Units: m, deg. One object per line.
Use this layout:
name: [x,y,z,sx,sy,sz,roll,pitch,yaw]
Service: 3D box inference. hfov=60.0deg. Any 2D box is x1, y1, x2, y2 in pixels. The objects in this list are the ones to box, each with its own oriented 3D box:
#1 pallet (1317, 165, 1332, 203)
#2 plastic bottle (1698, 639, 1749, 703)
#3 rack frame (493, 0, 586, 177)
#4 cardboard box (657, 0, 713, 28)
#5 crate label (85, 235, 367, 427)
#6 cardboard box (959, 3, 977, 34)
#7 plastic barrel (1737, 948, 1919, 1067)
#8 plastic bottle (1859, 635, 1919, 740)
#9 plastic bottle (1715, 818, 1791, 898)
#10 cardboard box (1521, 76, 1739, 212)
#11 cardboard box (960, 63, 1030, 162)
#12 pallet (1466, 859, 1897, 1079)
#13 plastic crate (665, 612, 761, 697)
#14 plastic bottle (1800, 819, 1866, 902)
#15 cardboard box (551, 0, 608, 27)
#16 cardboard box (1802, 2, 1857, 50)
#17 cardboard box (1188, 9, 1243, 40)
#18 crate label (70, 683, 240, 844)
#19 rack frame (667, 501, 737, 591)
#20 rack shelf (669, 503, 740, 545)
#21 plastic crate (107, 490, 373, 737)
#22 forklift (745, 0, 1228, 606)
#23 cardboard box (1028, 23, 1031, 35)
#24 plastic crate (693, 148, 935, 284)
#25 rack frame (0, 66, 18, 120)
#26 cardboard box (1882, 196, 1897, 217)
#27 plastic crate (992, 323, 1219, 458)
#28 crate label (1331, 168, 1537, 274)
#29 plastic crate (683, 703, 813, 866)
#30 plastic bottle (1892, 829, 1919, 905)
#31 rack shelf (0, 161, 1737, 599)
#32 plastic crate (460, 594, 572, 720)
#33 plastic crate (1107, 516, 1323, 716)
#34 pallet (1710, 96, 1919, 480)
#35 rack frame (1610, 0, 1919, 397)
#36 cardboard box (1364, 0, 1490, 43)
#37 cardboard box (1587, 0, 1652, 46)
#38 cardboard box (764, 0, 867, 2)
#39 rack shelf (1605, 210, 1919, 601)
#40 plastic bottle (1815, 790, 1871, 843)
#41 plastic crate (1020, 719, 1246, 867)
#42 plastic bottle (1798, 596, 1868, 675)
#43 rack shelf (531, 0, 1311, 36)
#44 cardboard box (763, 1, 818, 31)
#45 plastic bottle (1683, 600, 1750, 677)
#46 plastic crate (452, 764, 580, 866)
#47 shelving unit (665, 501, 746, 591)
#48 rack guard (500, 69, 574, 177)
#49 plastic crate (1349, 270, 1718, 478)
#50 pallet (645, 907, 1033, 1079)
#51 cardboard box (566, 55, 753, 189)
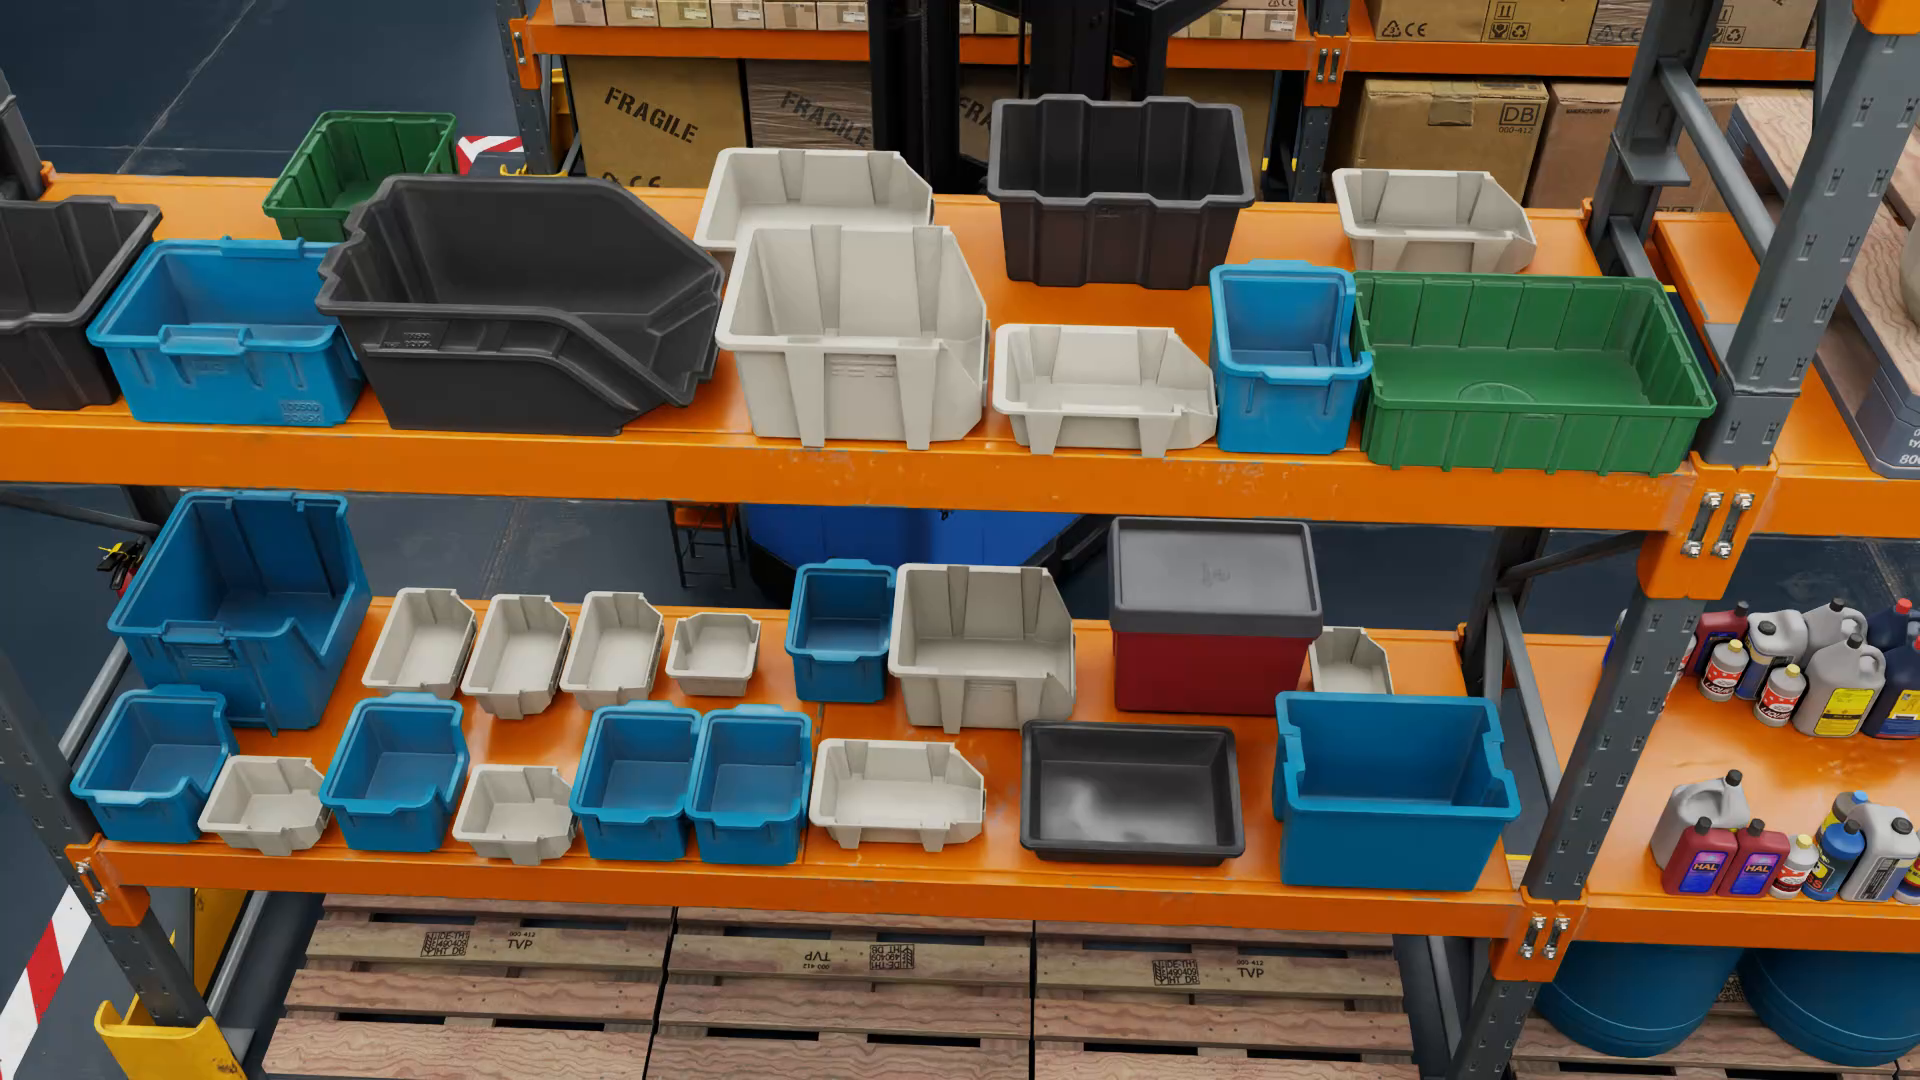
pallet: [2.588,-1.902,9.222,1.213,0.211,1.003,2,43,2]
plastic bottle: [2.246,0.373,4.880,0.097,0.201,0.097,0,43,0]
rack frame: [-2.182,-3.017,8.374,0.127,3.000,1.000,2,43,2]
cardboard box: [-1.330,-2.675,8.191,0.250,0.149,0.380,1,43,1]
crate label: [-1.498,-0.439,3.515,0.502,0.251,0.408,2,43,2]
cardboard box: [-0.044,-2.637,8.149,0.250,0.149,0.380,2,43,3]
plastic barrel: [2.841,1.142,5.140,0.708,0.901,0.600,2,43,2]
plastic bottle: [2.702,0.406,4.736,0.185,0.351,0.144,2,43,2]
plastic bottle: [2.071,0.827,4.333,0.133,0.283,0.061,2,43,2]
cardboard box: [3.347,-2.238,8.788,0.875,0.875,1.225,0,43,0]
cardboard box: [0.259,-2.373,8.933,0.875,0.875,0.875,2,43,2]
pallet: [2.359,1.551,5.516,1.213,0.211,1.003,2,43,2]
plastic crate: [-0.718,0.339,4.920,0.250,0.136,0.298,2,43,2]
plastic bottle: [2.284,0.825,4.343,0.097,0.271,0.097,0,43,0]
cardboard box: [-1.843,-2.690,8.206,0.250,0.149,0.380,2,43,2]
cardboard box: [4.289,-2.688,7.946,0.500,0.500,0.500,0,43,1]
cardboard box: [1.237,-2.596,8.106,0.250,0.149,0.380,3,43,3]
crate label: [-2.174,0.627,4.541,0.303,0.233,0.416,2,43,2]
rack frame: [-1.079,-0.233,6.703,0.240,1.200,0.006,4,43,5]
rack shelf: [-1.066,-0.087,6.963,0.258,0.103,0.180,4,43,5]
plastic crate: [-2.062,0.204,4.846,0.499,0.435,0.616,2,43,2]
forklift: [0.438,-1.436,6.726,1.130,2.935,3.031,30,51,28]
cardboard box: [0.466,-2.620,8.132,0.250,0.149,0.380,3,43,3]
plastic crate: [-0.330,-0.751,3.934,0.530,0.136,0.437,2,43,2]
rack frame: [-2.405,-1.840,2.708,0.127,3.000,1.000,2,43,2]
cardboard box: [5.121,-2.183,8.729,0.875,0.875,1.225,0,43,0]
plastic crate: [0.303,-0.303,3.453,0.466,0.136,0.293,2,43,2]
crate label: [1.115,-0.735,3.916,0.466,0.136,0.293,2,43,2]
plastic crate: [-0.558,0.676,4.488,0.300,0.233,0.416,2,43,2]
plastic bottle: [2.516,0.832,4.336,0.097,0.271,0.097,0,43,0]
rack shelf: [-0.407,-0.417,3.910,4.000,0.370,1.077,2,43,2]
plastic crate: [-1.294,0.350,4.908,0.243,0.136,0.396,2,43,2]
plastic crate: [0.710,0.235,4.792,0.583,0.464,0.402,2,43,2]
pallet: [2.378,-0.593,3.709,1.003,0.211,1.213,2,43,2]
rack frame: [1.591,-1.717,2.576,0.127,3.000,1.000,2,43,2]
cardboard box: [2.262,-2.747,8.010,0.500,0.500,0.500,2,43,2]
cardboard box: [3.264,-2.716,7.977,0.500,0.500,0.500,1,43,1]
cardboard box: [-0.694,-2.843,8.079,0.500,0.250,0.500,0,43,0]
rack shelf: [3.589,-0.295,3.778,4.000,0.370,1.077,2,43,2]
plastic bottle: [2.388,0.750,4.475,0.097,0.201,0.097,0,43,0]
plastic crate: [0.460,0.706,4.535,0.590,0.125,0.437,2,43,2]
plastic bottle: [2.524,0.302,4.847,0.185,0.351,0.144,2,43,2]
rack shelf: [-0.184,-2.764,8.486,3.809,0.124,0.919,2,43,2]
cardboard box: [-0.816,-2.659,8.174,0.250,0.149,0.380,1,43,1]
plastic bottle: [2.232,0.289,4.910,0.133,0.283,0.061,2,43,2]
plastic crate: [-1.179,0.749,4.480,0.298,0.136,0.250,2,43,2]
shelving unit: [-1.070,-0.295,6.769,0.258,1.200,0.189,4,43,5]
rack guard: [-2.206,-2.103,9.226,0.348,0.500,1.175,2,43,2]
plastic crate: [1.154,-0.349,3.464,0.662,0.188,0.450,2,43,2]
pallet: [-0.368,1.467,5.606,1.213,0.211,1.003,2,43,2]
cardboard box: [-1.539,-2.428,8.992,0.875,0.875,0.875,2,43,2]
